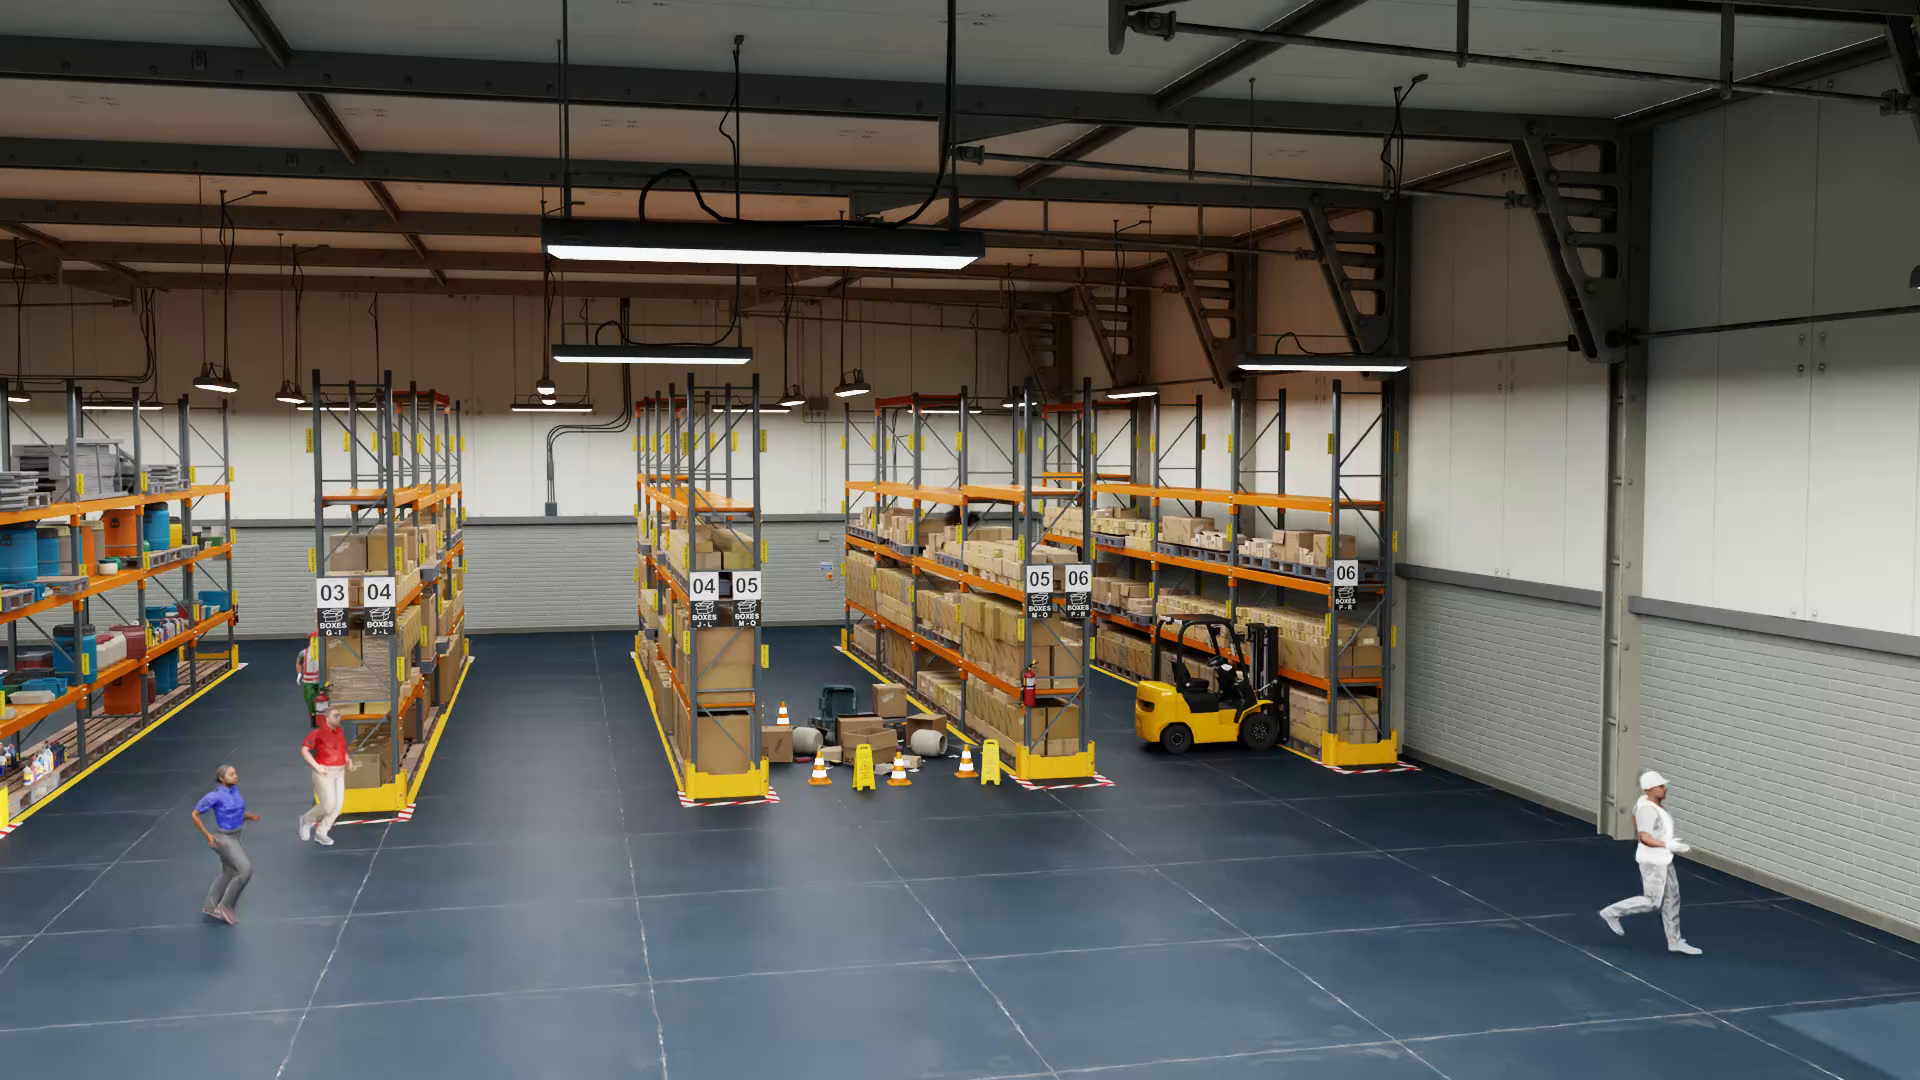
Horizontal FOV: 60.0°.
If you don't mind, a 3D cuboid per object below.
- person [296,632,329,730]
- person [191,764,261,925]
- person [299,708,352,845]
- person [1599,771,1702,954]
[{"bbox_3d":[-11.141,2.463,28.761,0.657,1.755,0.760,-1,3,-16],"label":"person"},{"bbox_3d":[-7.628,3.177,17.375,0.695,1.672,0.543,0,3,4],"label":"person"},{"bbox_3d":[-7.971,2.958,20.981,0.587,1.679,0.688,1,4,21],"label":"person"},{"bbox_3d":[6.823,3.159,16.382,0.940,1.768,0.682,2,4,31],"label":"person"}]
